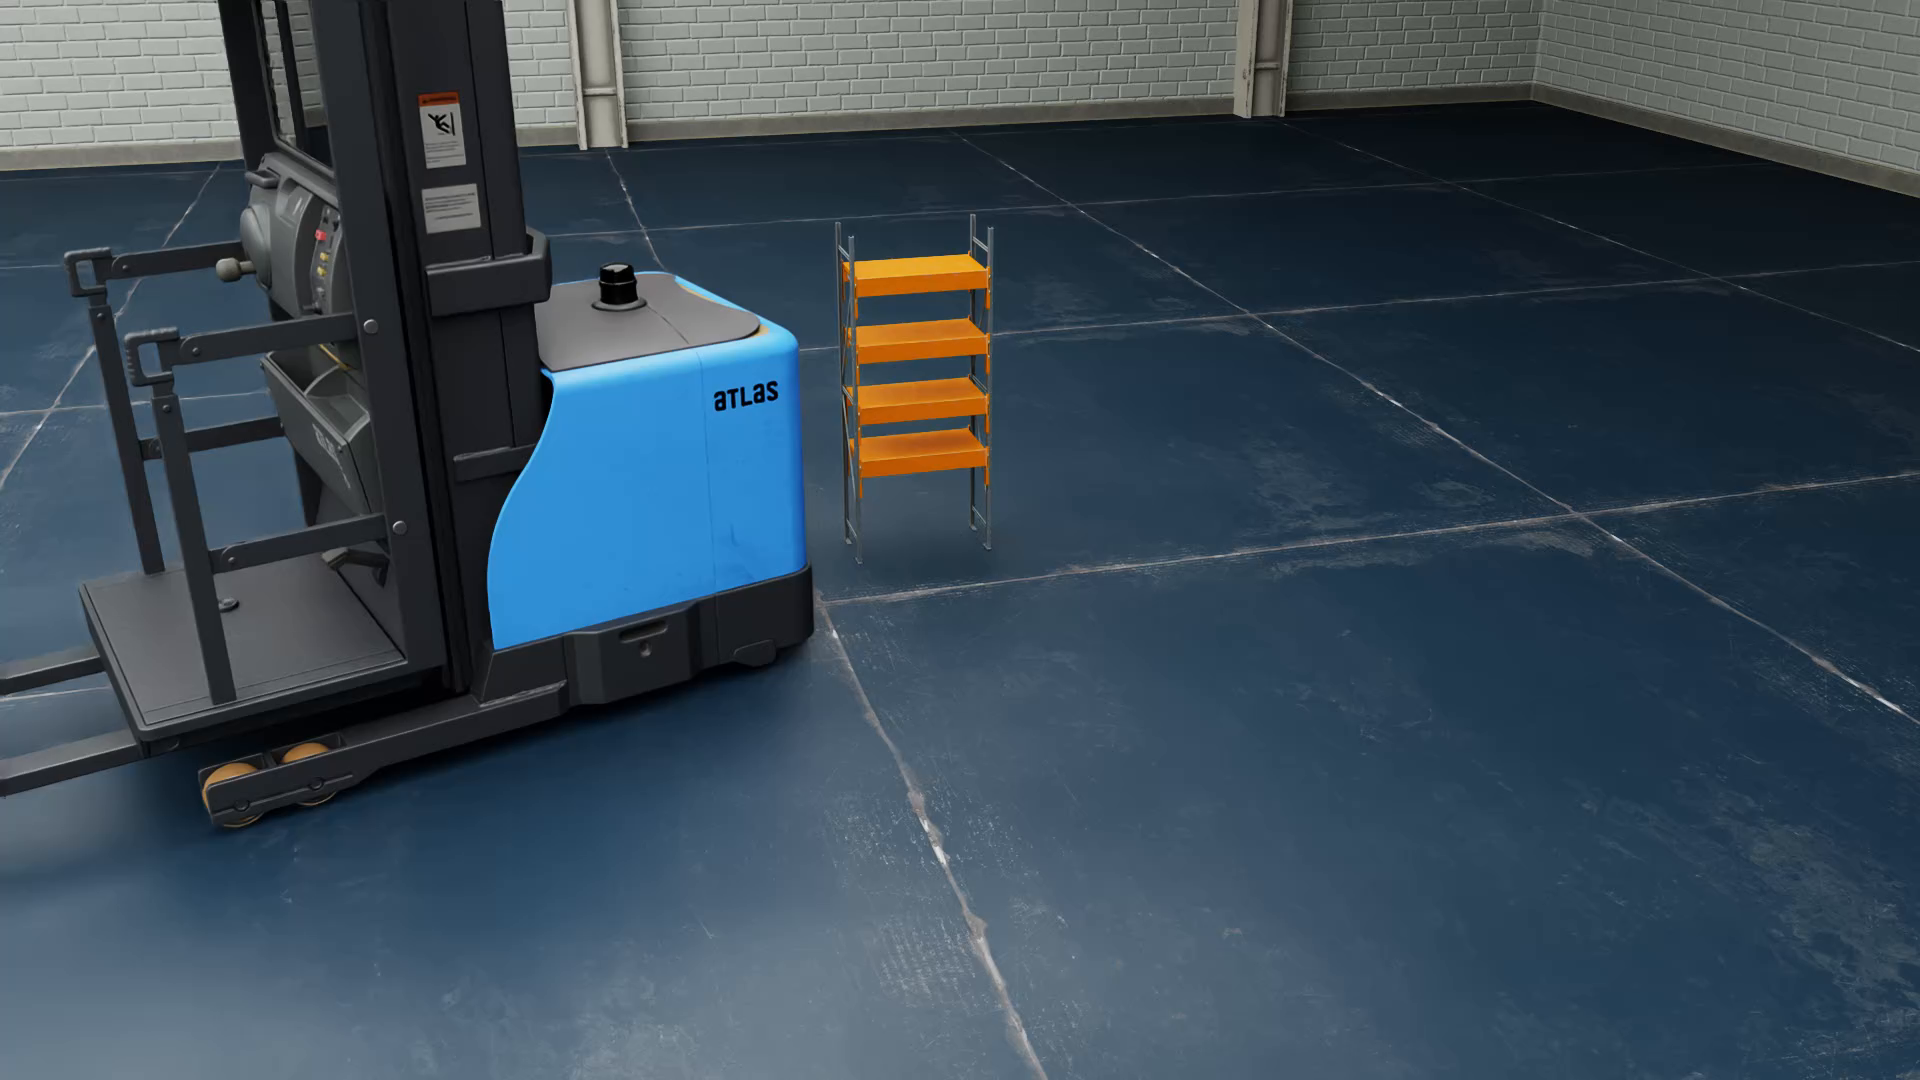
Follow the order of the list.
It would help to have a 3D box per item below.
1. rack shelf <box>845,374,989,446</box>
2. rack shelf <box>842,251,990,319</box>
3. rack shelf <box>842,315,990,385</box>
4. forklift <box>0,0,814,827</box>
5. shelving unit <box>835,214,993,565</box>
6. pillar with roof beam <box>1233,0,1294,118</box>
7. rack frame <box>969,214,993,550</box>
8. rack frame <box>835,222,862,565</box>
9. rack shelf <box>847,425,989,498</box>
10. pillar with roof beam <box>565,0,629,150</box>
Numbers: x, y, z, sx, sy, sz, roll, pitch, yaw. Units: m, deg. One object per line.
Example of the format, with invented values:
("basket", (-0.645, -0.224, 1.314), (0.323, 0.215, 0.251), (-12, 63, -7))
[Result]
("rack shelf", (-0.159, -0.472, 5.999), (0.480, 0.148, 0.258), (-6, 24, -14))
("rack shelf", (-0.159, -0.895, 5.817), (0.480, 0.148, 0.258), (-6, 24, -14))
("rack shelf", (-0.159, -0.677, 5.911), (0.480, 0.148, 0.258), (-6, 24, -14))
("forklift", (-1.982, -0.815, 4.432), (3.031, 2.935, 1.130), (-15, 27, -31))
("shelving unit", (-0.159, -0.534, 5.972), (0.503, 1.200, 0.258), (-6, 24, -14))
("pillar with roof beam", (3.940, -6.459, 9.890), (0.400, 9.000, 9.100), (-6, 24, -14))
("rack frame", (0.076, -0.560, 6.033), (0.015, 1.200, 0.240), (-6, 24, -14))
("rack frame", (-0.394, -0.508, 5.912), (0.015, 1.200, 0.240), (-6, 24, -14))
("rack shelf", (-0.159, -0.289, 6.077), (0.480, 0.148, 0.258), (-6, 24, -14))
("pillar with roof beam", (-1.837, -5.819, 8.400), (0.400, 9.000, 9.100), (-6, 24, -14))
